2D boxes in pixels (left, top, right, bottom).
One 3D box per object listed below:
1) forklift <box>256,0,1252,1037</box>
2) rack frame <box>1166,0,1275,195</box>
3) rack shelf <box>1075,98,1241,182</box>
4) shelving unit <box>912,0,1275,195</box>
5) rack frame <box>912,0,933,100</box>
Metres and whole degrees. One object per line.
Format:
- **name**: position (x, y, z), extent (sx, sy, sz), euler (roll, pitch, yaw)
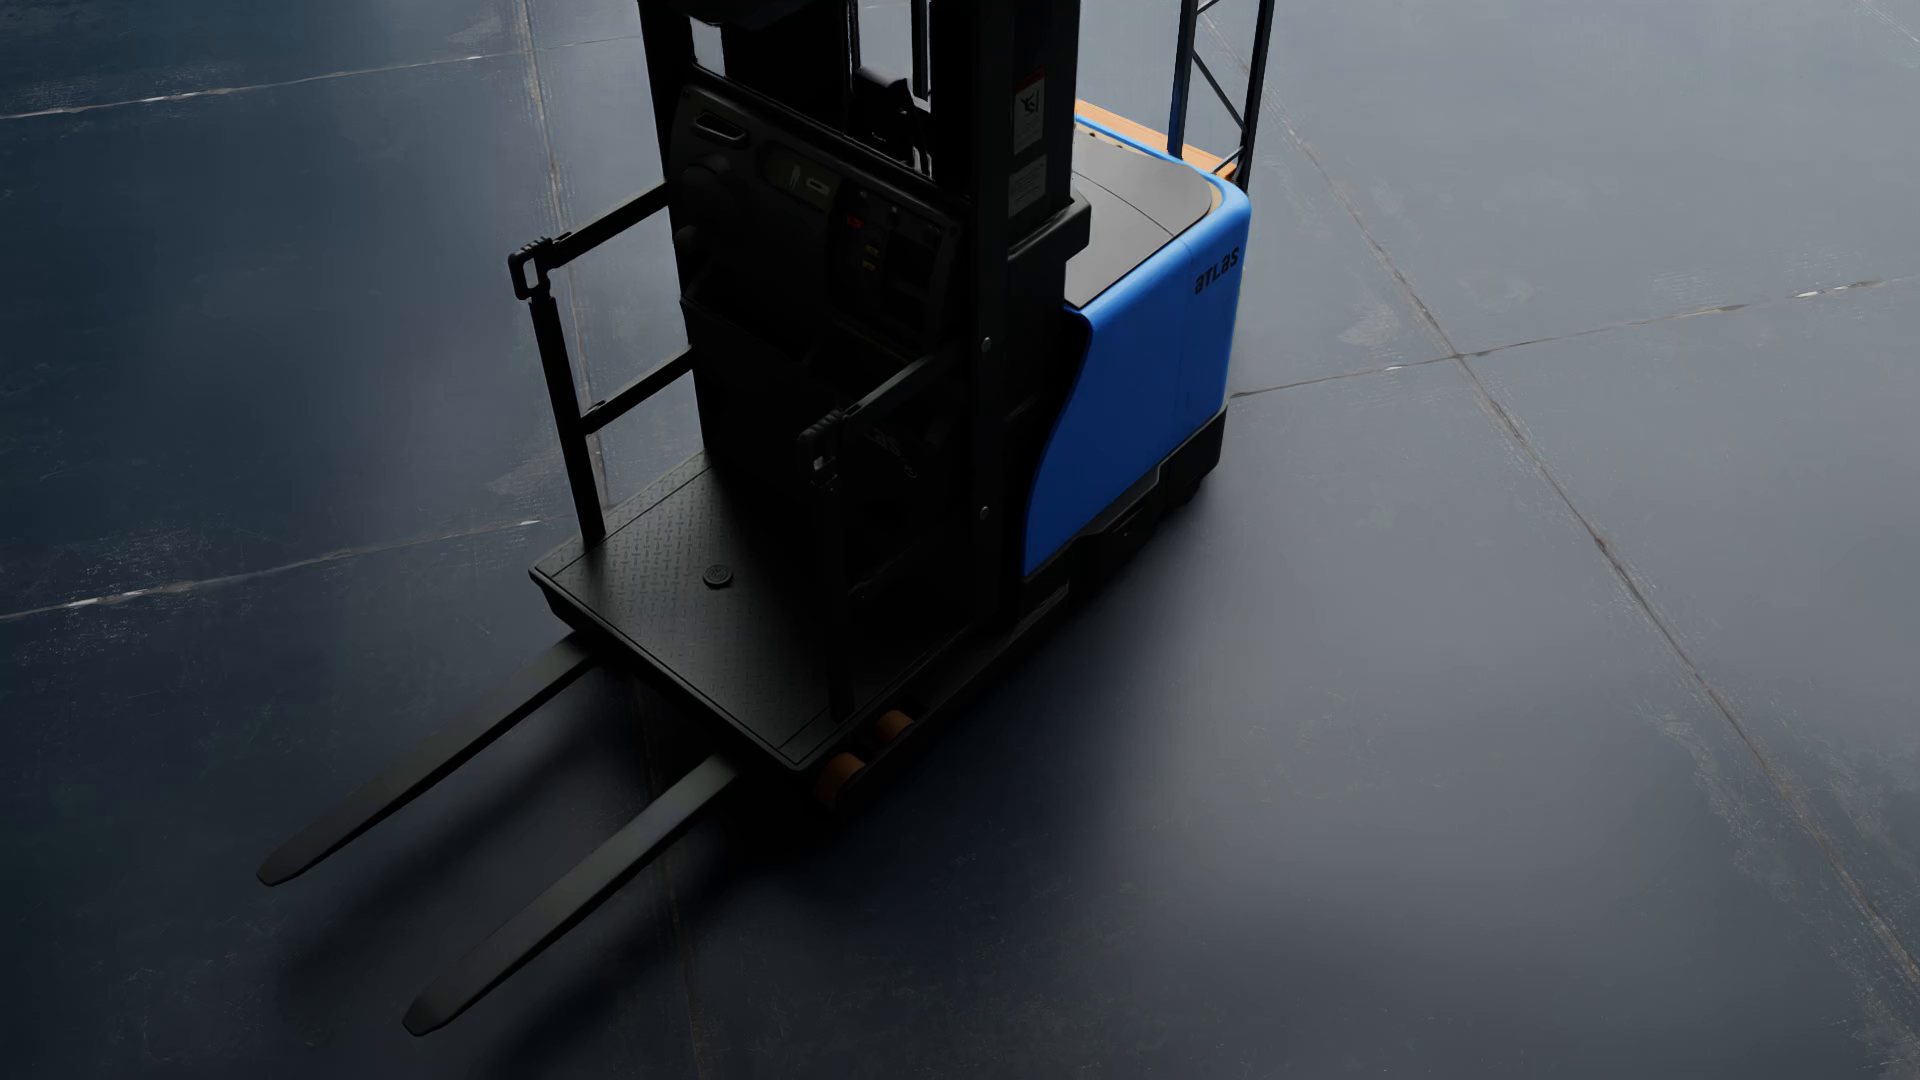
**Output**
- **forklift**: position (-0.501, -0.698, 3.882), extent (1.130, 2.935, 3.031), euler (32, 54, 27)
- **rack frame**: position (0.799, -1.171, 5.347), extent (0.032, 1.500, 0.500), euler (30, 53, 26)
- **rack shelf**: position (0.407, -1.276, 5.702), extent (1.000, 0.185, 0.538), euler (30, 53, 26)
- **shelving unit**: position (0.400, -1.406, 5.577), extent (1.083, 1.500, 0.587), euler (30, 53, 26)
- **rack frame**: position (0.014, -1.632, 5.800), extent (0.032, 1.500, 0.500), euler (30, 53, 26)
